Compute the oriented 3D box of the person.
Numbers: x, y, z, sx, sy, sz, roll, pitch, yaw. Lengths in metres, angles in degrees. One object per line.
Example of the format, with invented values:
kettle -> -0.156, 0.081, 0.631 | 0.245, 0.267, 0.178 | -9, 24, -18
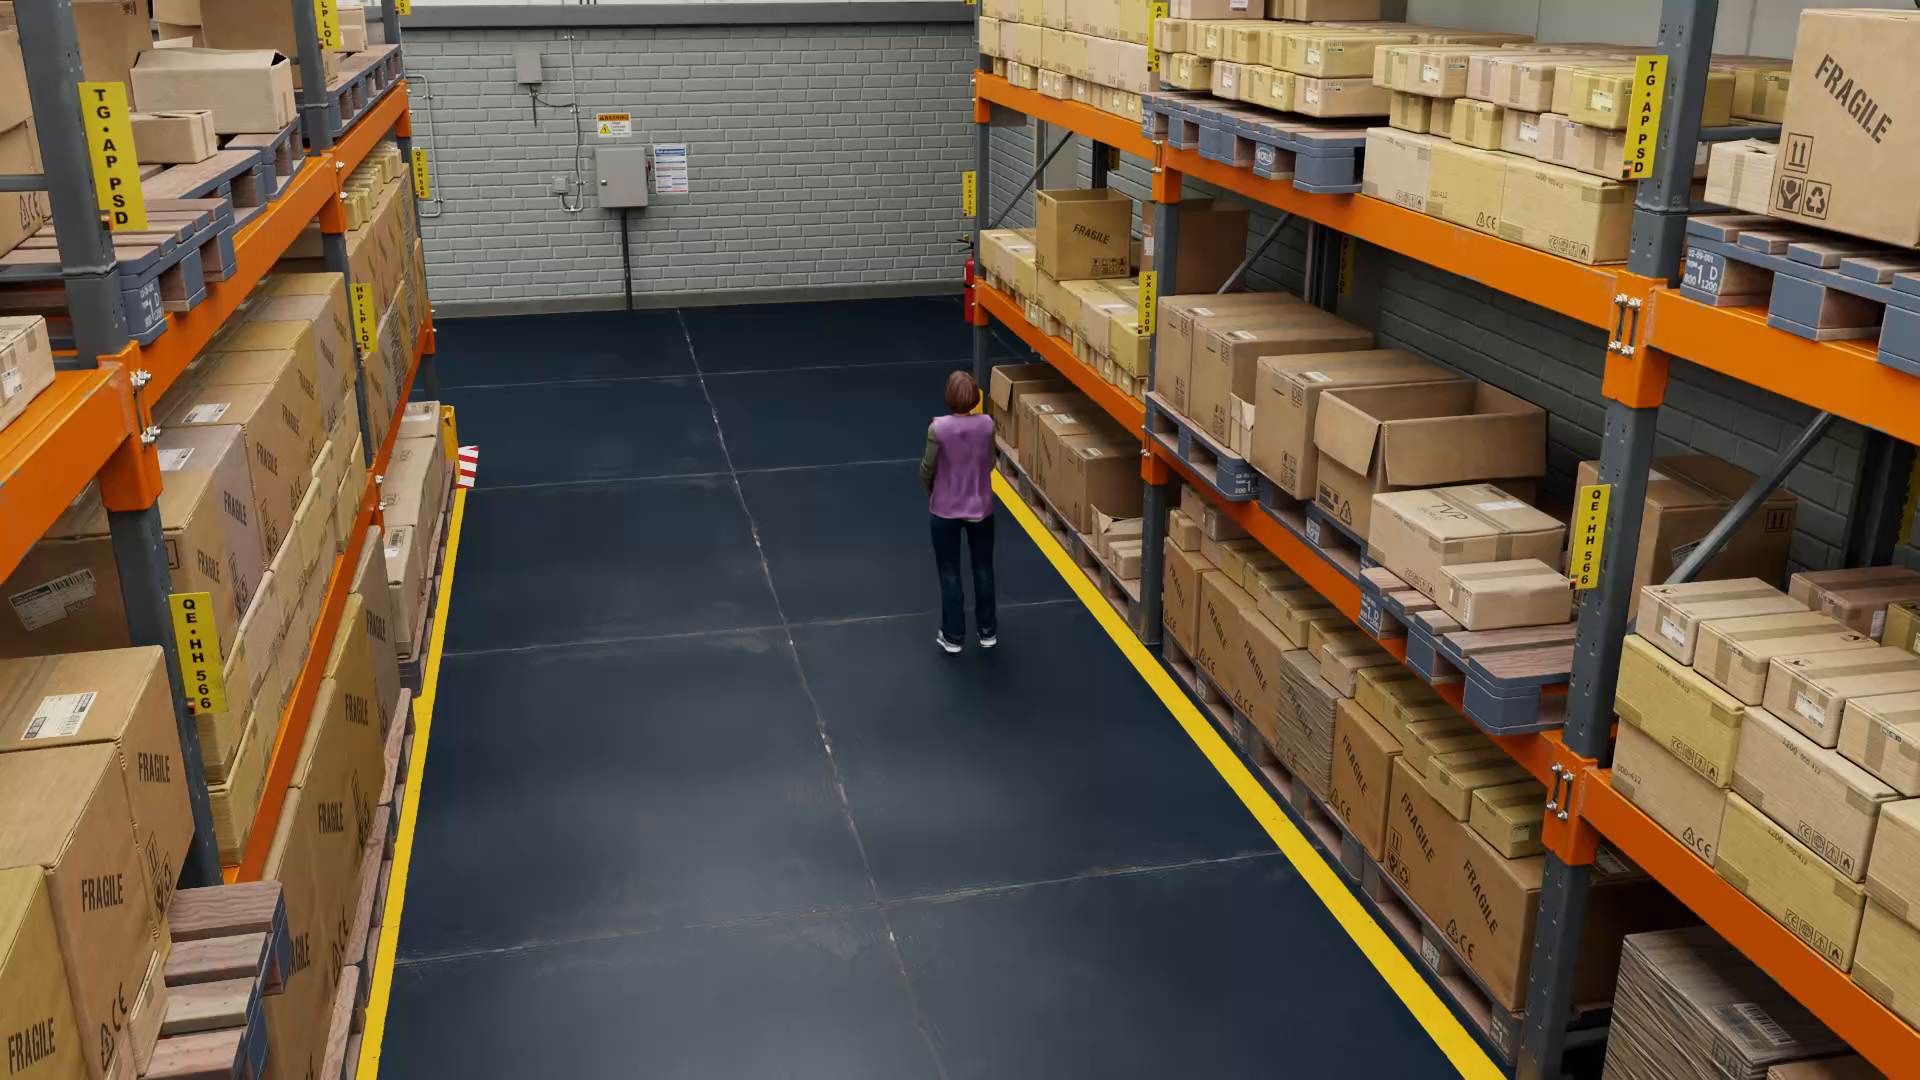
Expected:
person -> 0.000, -0.169, 9.043 | 0.440, 1.601, 0.459 | -4, 20, -10
